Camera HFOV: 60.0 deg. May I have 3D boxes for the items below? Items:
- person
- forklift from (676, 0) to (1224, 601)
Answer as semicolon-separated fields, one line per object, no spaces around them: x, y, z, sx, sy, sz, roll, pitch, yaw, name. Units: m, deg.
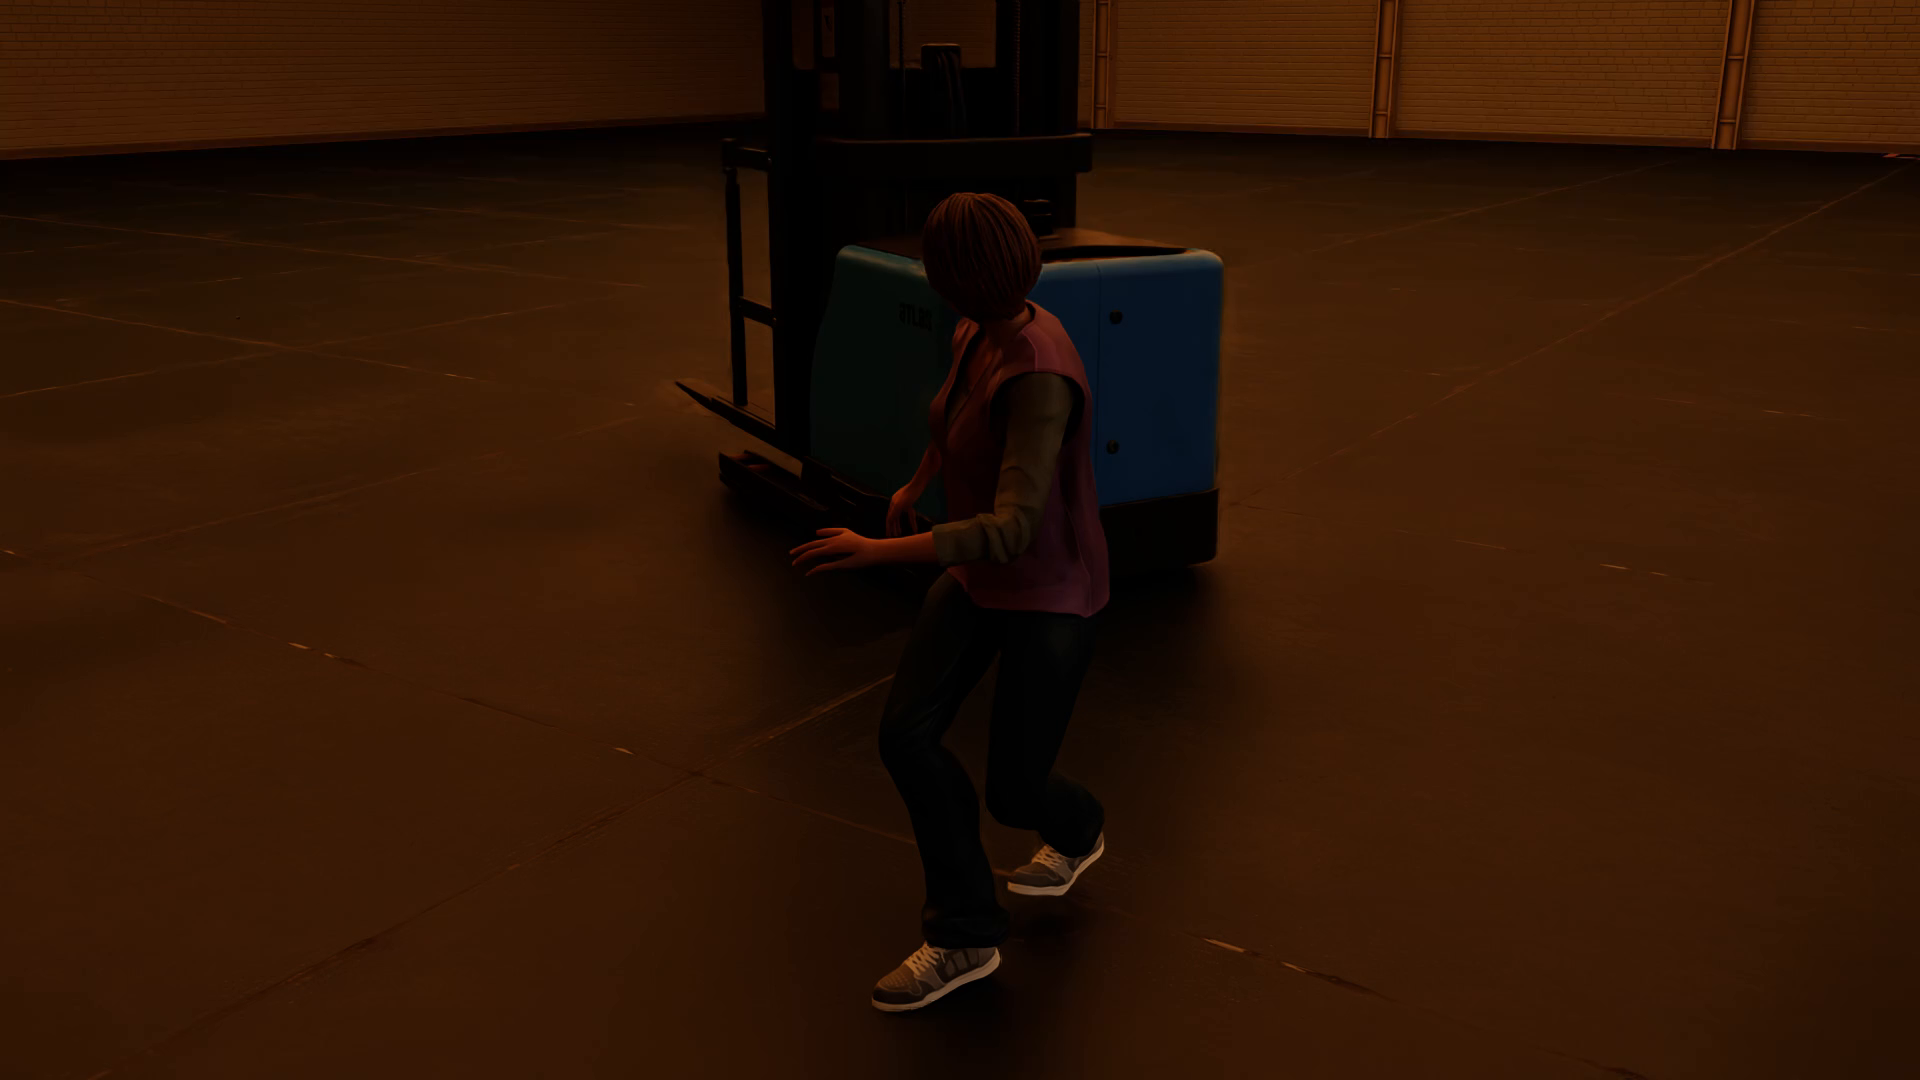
-0.035;0.093;3.115;0.773;1.476;0.730;-12;20;-34;person
-0.289;-1.586;6.137;1.130;2.935;3.031;-9;19;-27;forklift
